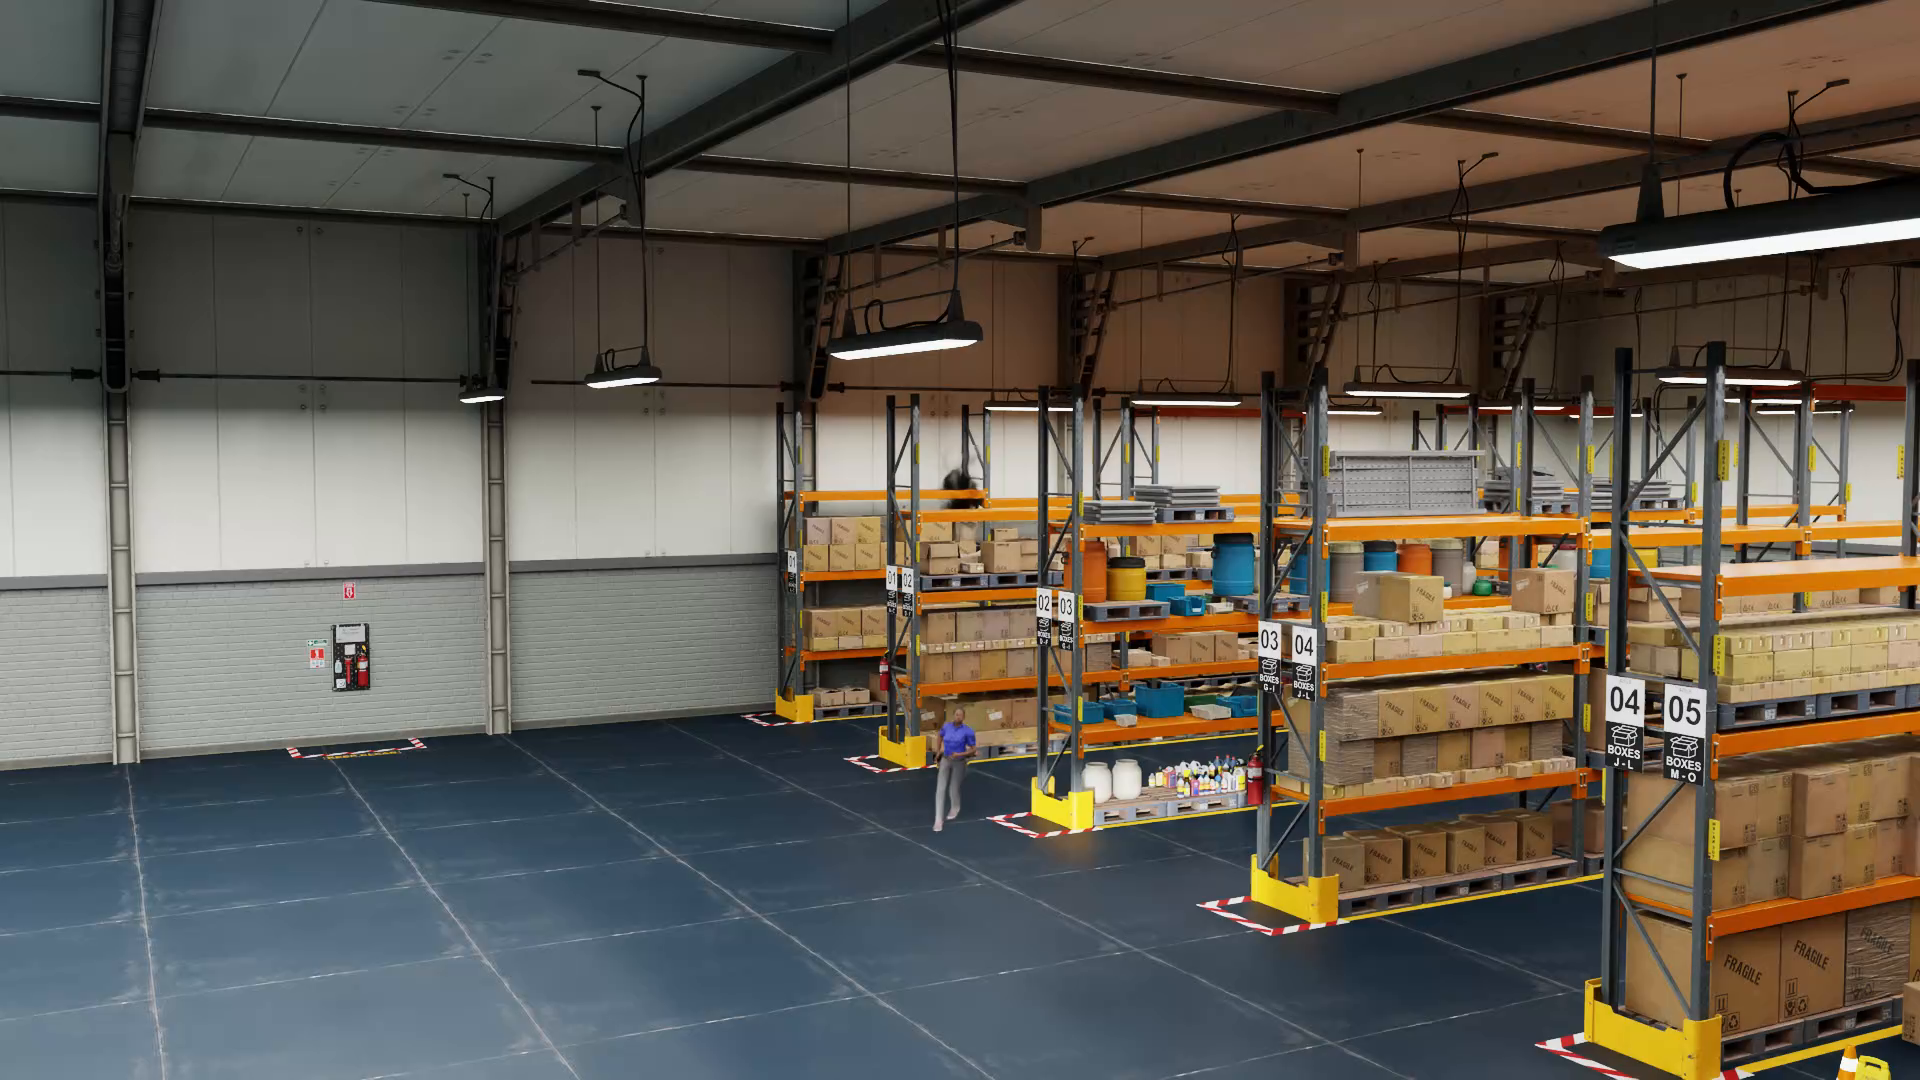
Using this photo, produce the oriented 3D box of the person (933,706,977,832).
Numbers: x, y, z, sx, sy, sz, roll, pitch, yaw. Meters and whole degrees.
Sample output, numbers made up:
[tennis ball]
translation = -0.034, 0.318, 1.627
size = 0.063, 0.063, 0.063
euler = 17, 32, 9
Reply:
[person]
translation = -0.064, 3.075, 22.567
size = 0.605, 1.629, 0.879
euler = 1, 3, 14
